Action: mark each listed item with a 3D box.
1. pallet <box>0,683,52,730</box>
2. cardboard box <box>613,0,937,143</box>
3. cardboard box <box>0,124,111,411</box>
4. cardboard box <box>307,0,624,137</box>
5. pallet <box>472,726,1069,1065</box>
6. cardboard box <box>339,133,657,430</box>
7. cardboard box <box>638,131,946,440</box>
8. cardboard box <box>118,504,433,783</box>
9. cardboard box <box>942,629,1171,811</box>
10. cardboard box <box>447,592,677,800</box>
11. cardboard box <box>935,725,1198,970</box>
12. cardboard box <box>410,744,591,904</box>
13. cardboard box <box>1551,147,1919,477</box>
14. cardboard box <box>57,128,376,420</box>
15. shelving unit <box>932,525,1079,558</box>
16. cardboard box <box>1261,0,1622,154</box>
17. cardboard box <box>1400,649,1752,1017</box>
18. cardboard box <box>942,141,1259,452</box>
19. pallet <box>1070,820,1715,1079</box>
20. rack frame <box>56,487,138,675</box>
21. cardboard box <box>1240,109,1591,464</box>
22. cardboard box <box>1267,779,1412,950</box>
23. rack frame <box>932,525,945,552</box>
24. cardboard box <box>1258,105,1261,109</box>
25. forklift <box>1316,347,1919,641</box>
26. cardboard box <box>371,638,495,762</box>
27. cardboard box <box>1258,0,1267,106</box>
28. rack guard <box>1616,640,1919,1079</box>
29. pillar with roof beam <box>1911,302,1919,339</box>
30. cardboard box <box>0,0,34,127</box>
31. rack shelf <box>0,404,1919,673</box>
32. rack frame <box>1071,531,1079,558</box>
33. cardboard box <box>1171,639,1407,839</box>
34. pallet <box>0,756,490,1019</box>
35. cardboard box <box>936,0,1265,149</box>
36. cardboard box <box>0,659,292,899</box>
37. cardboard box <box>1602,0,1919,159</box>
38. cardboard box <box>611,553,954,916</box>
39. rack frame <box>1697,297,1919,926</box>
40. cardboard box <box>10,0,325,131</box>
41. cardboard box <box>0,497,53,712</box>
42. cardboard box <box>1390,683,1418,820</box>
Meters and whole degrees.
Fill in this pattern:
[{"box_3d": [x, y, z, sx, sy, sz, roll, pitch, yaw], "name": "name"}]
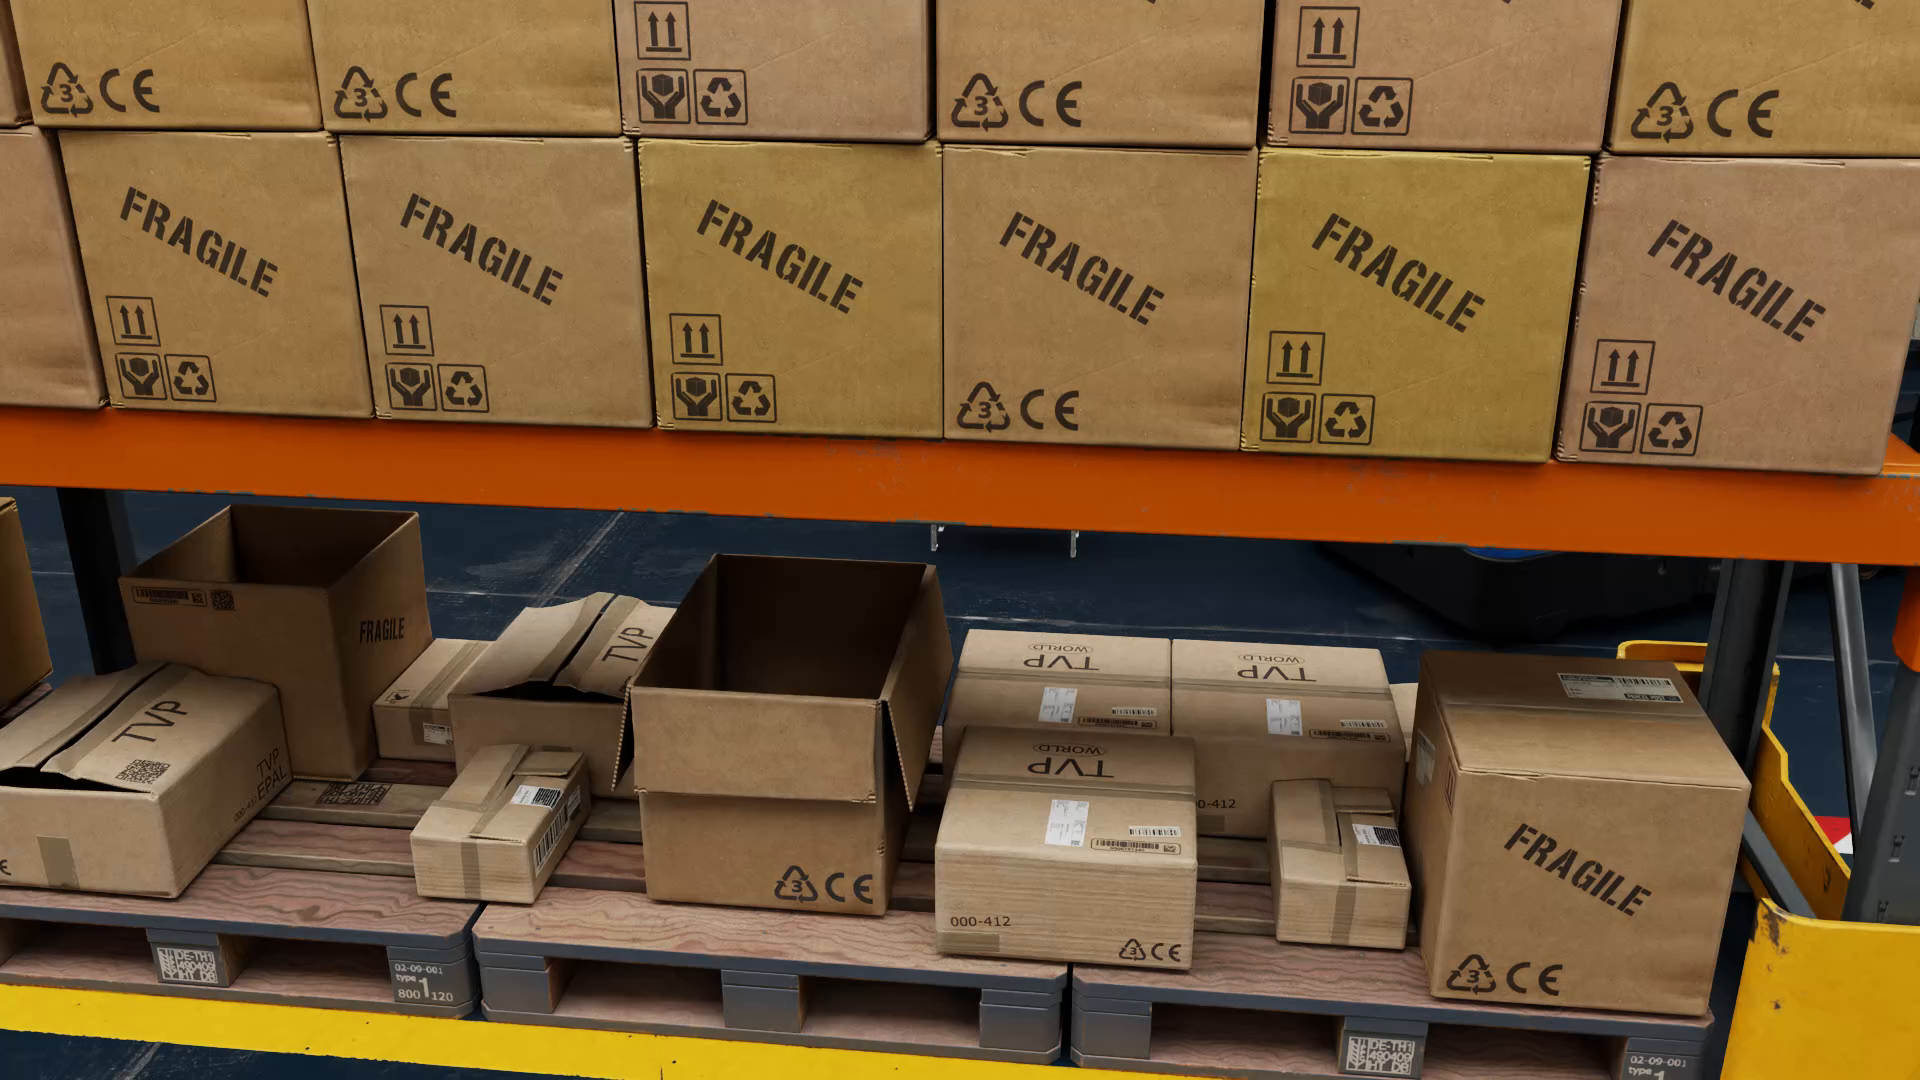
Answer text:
[{"box_3d": [-3.047, 0.634, 4.050, 1.213, 0.211, 1.003, 2, 22, 6], "name": "pallet"}, {"box_3d": [-0.264, -0.963, 2.801, 0.500, 0.500, 0.500, 3, 22, 8], "name": "cardboard box"}, {"box_3d": [-1.761, -0.567, 3.157, 0.500, 0.500, 0.500, 3, 22, 8], "name": "cardboard box"}, {"box_3d": [-0.777, -0.985, 2.856, 0.500, 0.500, 0.500, 2, 22, 5], "name": "cardboard box"}, {"box_3d": [-0.338, 0.737, 3.788, 1.213, 0.211, 1.003, 2, 22, 6], "name": "pallet"}, {"box_3d": [-0.755, -0.523, 3.047, 0.500, 0.500, 0.500, 2, 22, 6], "name": "cardboard box"}, {"box_3d": [-0.250, -0.502, 2.993, 0.500, 0.500, 0.500, 2, 22, 6], "name": "cardboard box"}, {"box_3d": [-1.635, 0.237, 4.061, 0.500, 0.500, 0.500, 2, 22, 6], "name": "cardboard box"}, {"box_3d": [0.238, 0.435, 3.901, 0.500, 0.250, 0.500, 2, 22, 6], "name": "cardboard box"}, {"box_3d": [-0.891, 0.358, 4.014, 0.500, 0.311, 0.500, 2, 22, 6], "name": "cardboard box"}, {"box_3d": [0.229, 0.620, 3.433, 0.500, 0.250, 0.500, 2, 22, 6], "name": "cardboard box"}, {"box_3d": [-0.983, 0.602, 3.592, 0.250, 0.166, 0.380, 2, 22, 6], "name": "cardboard box"}, {"box_3d": [1.261, -0.435, 2.824, 0.500, 0.500, 0.500, 3, 22, 8], "name": "cardboard box"}, {"box_3d": [-1.252, -0.546, 3.104, 0.500, 0.500, 0.500, 3, 22, 7], "name": "cardboard box"}, {"box_3d": [0.164, -0.551, 5.701, 0.503, 1.200, 0.258, 2, 22, 6], "name": "shelving unit"}, {"box_3d": [0.761, -0.920, 2.692, 0.500, 0.500, 0.500, 3, 22, 8], "name": "cardboard box"}, {"box_3d": [1.169, 0.556, 3.256, 0.500, 0.500, 0.500, 2, 22, 6], "name": "cardboard box"}, {"box_3d": [0.250, -0.480, 2.937, 0.500, 0.500, 0.500, 3, 22, 7], "name": "cardboard box"}, {"box_3d": [0.870, 0.791, 3.652, 1.213, 0.211, 1.003, 2, 22, 6], "name": "pallet"}, {"box_3d": [-2.235, -0.642, 3.483, 0.127, 3.000, 1.000, 2, 22, 6], "name": "rack frame"}, {"box_3d": [0.745, -0.456, 2.878, 0.500, 0.500, 0.500, 3, 22, 7], "name": "cardboard box"}, {"box_3d": [0.777, 0.661, 3.444, 0.250, 0.166, 0.380, 2, 22, 6], "name": "cardboard box"}, {"box_3d": [-0.078, -0.561, 5.728, 0.015, 1.200, 0.240, 2, 22, 6], "name": "rack frame"}, {"box_3d": [0.815, -0.651, 3.370, 0.500, 0.500, 0.500, 2, 22, 6], "name": "cardboard box"}, {"box_3d": [2.754, -1.396, 5.484, 3.031, 2.935, 1.130, -9, 23, -22], "name": "forklift"}, {"box_3d": [-1.256, 0.395, 4.140, 0.250, 0.149, 0.380, 2, 22, 6], "name": "cardboard box"}, {"box_3d": [0.808, -1.115, 3.185, 0.500, 0.500, 0.500, 3, 22, 7], "name": "cardboard box"}, {"box_3d": [1.662, 0.691, 3.513, 0.348, 0.500, 1.175, 2, 22, 6], "name": "rack guard"}, {"box_3d": [4.593, -3.694, 3.045, 0.400, 9.000, 9.100, 2, 22, 6], "name": "pillar with roof beam"}, {"box_3d": [-1.800, -1.030, 2.969, 0.500, 0.500, 0.500, 3, 22, 8], "name": "cardboard box"}, {"box_3d": [-0.249, -0.220, 3.396, 4.000, 0.370, 1.077, 2, 22, 6], "name": "rack shelf"}, {"box_3d": [0.407, -0.540, 5.674, 0.015, 1.200, 0.240, 2, 22, 6], "name": "rack frame"}, {"box_3d": [0.734, 0.457, 3.846, 0.500, 0.250, 0.500, 2, 22, 6], "name": "cardboard box"}, {"box_3d": [-1.553, 0.685, 3.919, 1.213, 0.211, 1.003, 2, 22, 6], "name": "pallet"}, {"box_3d": [0.246, -0.941, 2.744, 0.500, 0.500, 0.500, 3, 22, 8], "name": "cardboard box"}, {"box_3d": [-1.843, 0.501, 3.650, 0.500, 0.311, 0.500, 2, 22, 6], "name": "cardboard box"}, {"box_3d": [1.263, -0.899, 2.637, 0.500, 0.500, 0.500, 2, 22, 6], "name": "cardboard box"}, {"box_3d": [-0.368, 0.394, 3.660, 0.637, 0.503, 0.797, 2, 22, 6], "name": "cardboard box"}, {"box_3d": [1.738, -0.468, 3.045, 0.127, 3.000, 1.000, 2, 22, 6], "name": "rack frame"}, {"box_3d": [-1.287, -1.008, 2.913, 0.500, 0.500, 0.500, 2, 22, 5], "name": "cardboard box"}, {"box_3d": [-2.686, 0.206, 4.139, 0.500, 0.500, 0.500, 2, 22, 4], "name": "cardboard box"}, {"box_3d": [1.114, 0.490, 3.876, 0.250, 0.166, 0.380, 2, 22, 6], "name": "cardboard box"}]
